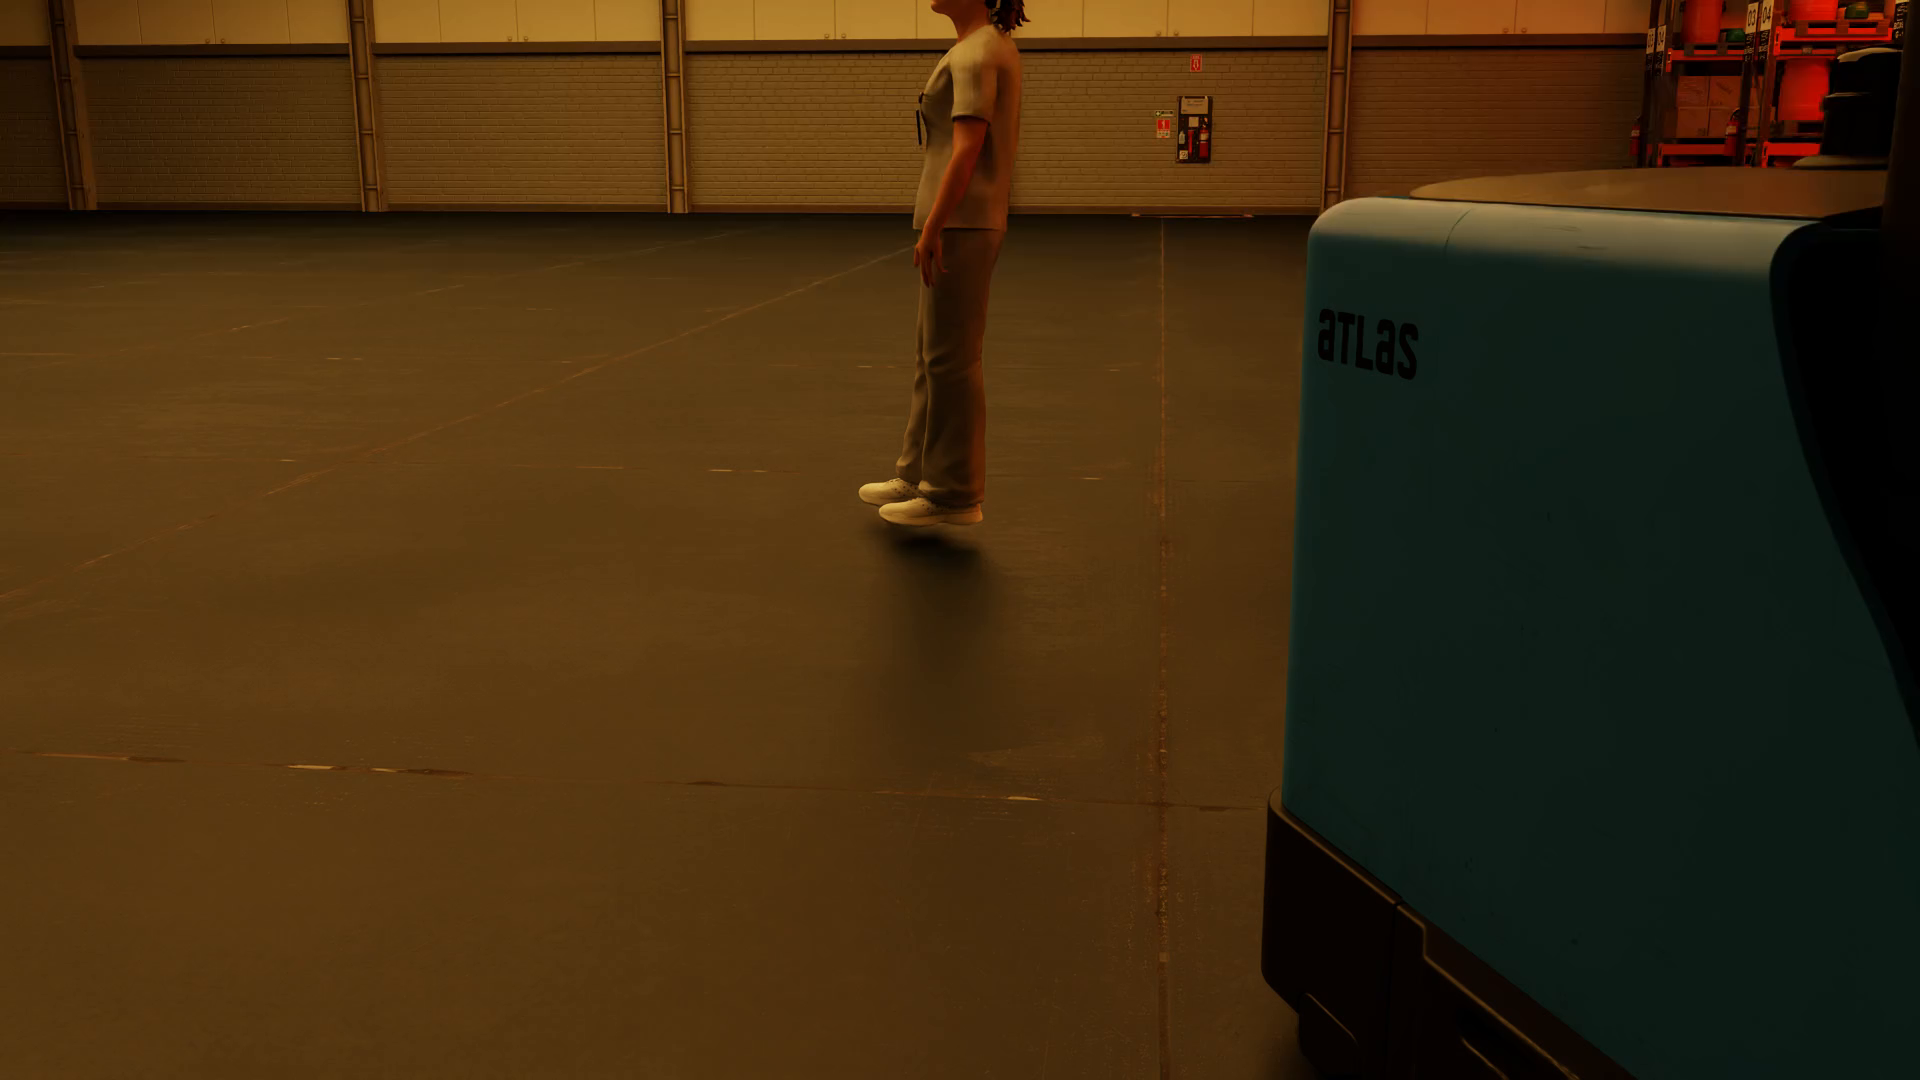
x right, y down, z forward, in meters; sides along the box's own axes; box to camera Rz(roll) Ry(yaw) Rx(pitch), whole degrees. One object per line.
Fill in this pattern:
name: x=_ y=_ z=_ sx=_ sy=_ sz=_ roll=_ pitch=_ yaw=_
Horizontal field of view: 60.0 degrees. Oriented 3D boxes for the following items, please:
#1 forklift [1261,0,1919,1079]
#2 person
forklift: x=1.325 y=-0.508 z=0.683 sx=1.130 sy=2.935 sz=3.031 roll=-4 pitch=14 yaw=-17
person: x=-0.071 y=-0.867 z=4.766 sx=0.549 sy=1.675 sz=0.550 roll=2 pitch=13 yaw=7
